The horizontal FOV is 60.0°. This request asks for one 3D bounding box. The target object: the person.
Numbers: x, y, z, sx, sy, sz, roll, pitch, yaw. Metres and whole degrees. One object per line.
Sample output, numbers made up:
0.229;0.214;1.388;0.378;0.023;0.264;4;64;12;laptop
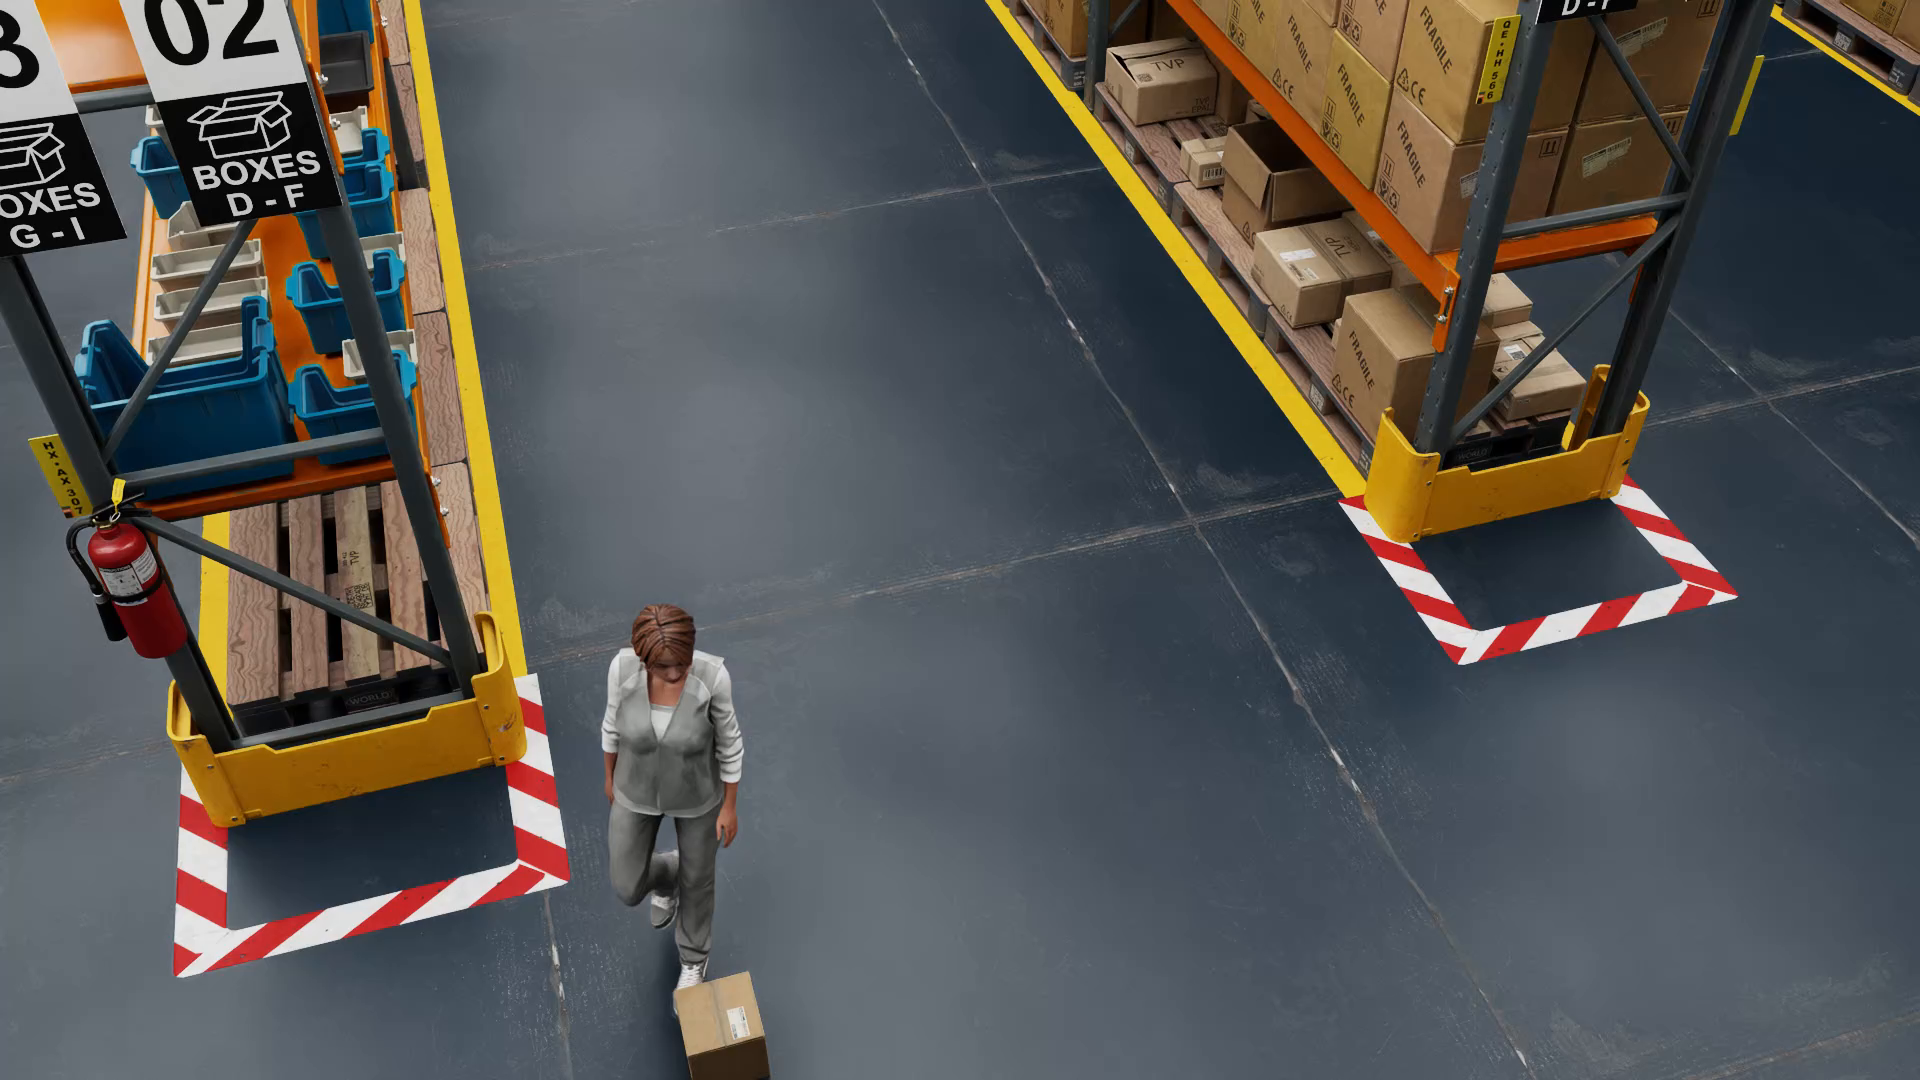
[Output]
-0.906;0.853;5.228;0.469;1.593;0.515;0;43;0;person
